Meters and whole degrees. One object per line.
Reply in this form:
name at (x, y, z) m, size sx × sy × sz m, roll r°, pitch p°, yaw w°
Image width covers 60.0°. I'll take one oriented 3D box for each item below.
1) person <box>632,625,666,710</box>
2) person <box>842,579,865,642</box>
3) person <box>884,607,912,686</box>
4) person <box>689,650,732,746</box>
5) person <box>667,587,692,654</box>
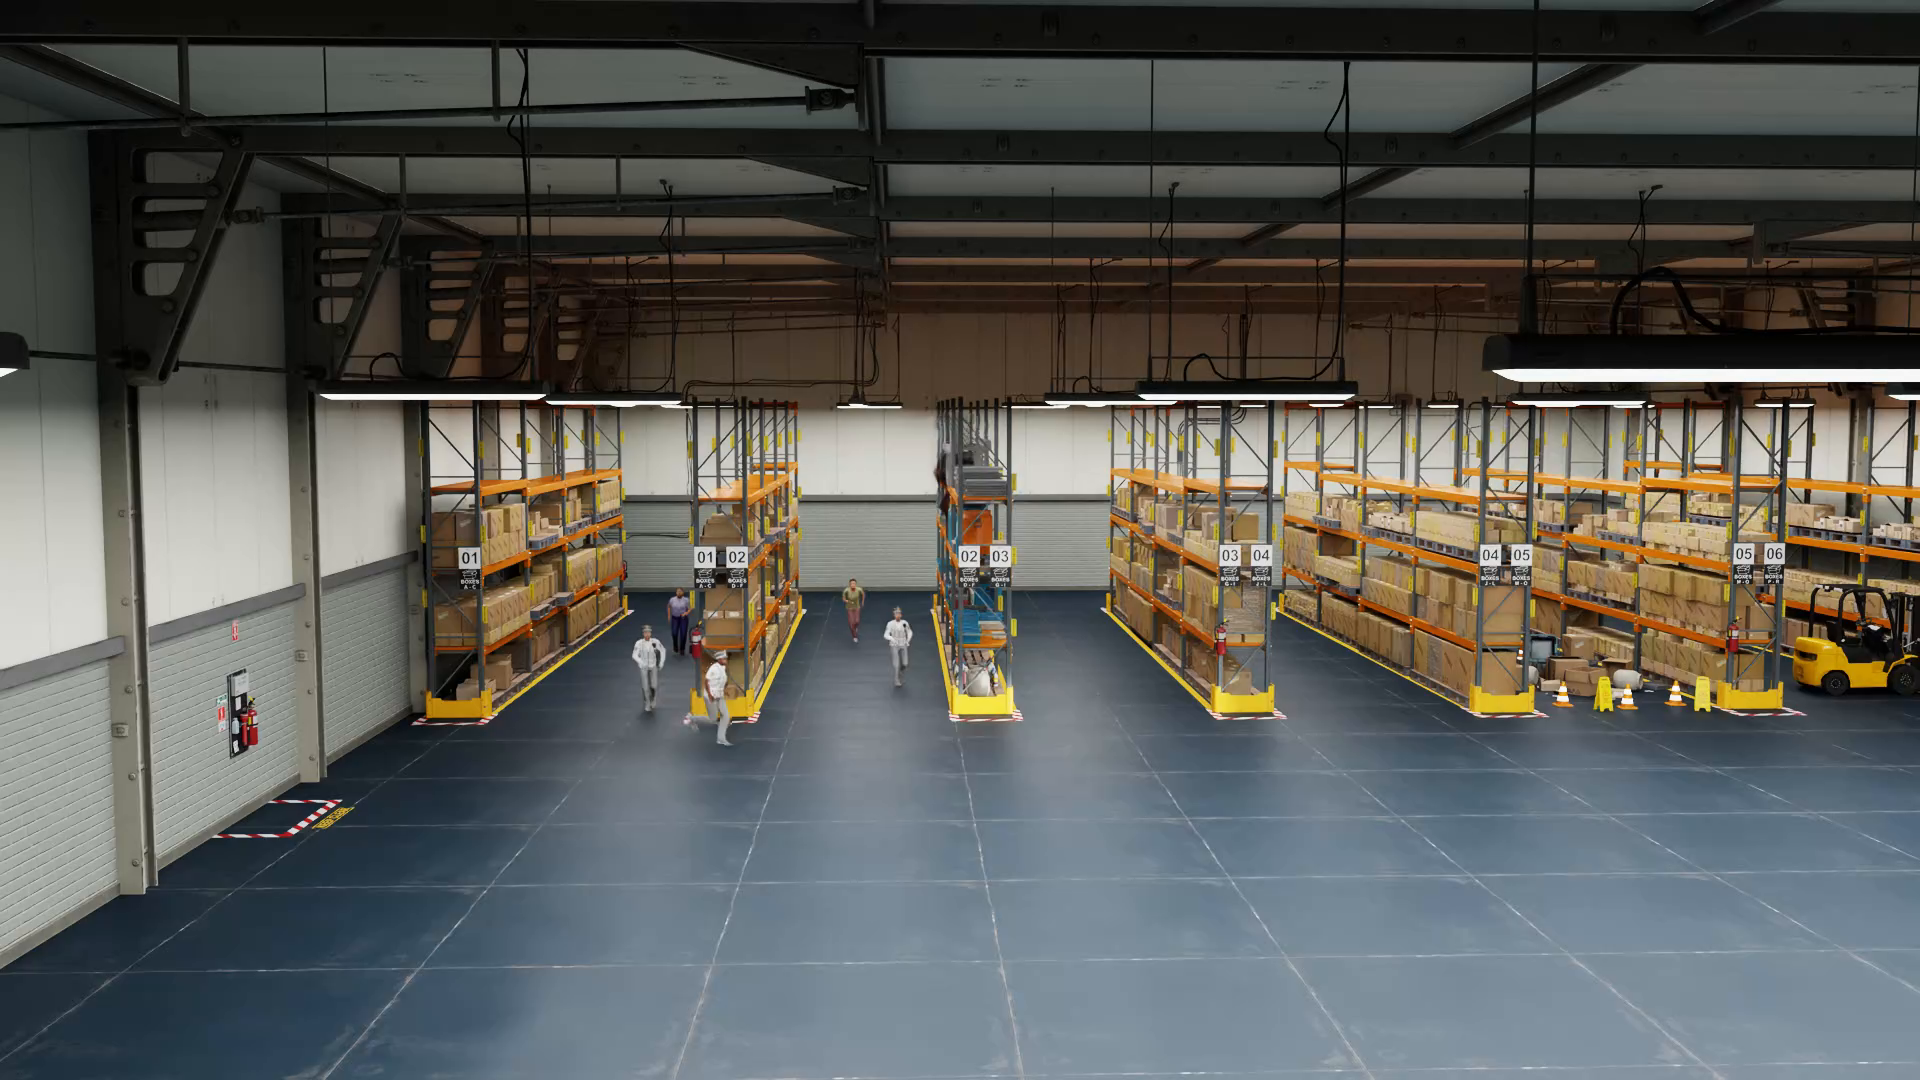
person at (-5.920, 2.441, 31.741) m, size 0.621 × 1.659 × 0.565 m, roll -1°, pitch 5°, yaw -12°
person at (-2.646, 1.747, 41.374) m, size 0.571 × 1.594 × 0.674 m, roll 0°, pitch 4°, yaw -2°
person at (-1.264, 2.218, 34.612) m, size 0.605 × 1.652 × 0.539 m, roll -1°, pitch 4°, yaw -10°
person at (-4.254, 2.717, 28.645) m, size 0.732 × 1.673 × 0.586 m, roll 1°, pitch 5°, yaw 18°
person at (-6.592, 1.900, 39.054) m, size 0.588 × 1.602 × 0.660 m, roll 0°, pitch 4°, yaw -6°
